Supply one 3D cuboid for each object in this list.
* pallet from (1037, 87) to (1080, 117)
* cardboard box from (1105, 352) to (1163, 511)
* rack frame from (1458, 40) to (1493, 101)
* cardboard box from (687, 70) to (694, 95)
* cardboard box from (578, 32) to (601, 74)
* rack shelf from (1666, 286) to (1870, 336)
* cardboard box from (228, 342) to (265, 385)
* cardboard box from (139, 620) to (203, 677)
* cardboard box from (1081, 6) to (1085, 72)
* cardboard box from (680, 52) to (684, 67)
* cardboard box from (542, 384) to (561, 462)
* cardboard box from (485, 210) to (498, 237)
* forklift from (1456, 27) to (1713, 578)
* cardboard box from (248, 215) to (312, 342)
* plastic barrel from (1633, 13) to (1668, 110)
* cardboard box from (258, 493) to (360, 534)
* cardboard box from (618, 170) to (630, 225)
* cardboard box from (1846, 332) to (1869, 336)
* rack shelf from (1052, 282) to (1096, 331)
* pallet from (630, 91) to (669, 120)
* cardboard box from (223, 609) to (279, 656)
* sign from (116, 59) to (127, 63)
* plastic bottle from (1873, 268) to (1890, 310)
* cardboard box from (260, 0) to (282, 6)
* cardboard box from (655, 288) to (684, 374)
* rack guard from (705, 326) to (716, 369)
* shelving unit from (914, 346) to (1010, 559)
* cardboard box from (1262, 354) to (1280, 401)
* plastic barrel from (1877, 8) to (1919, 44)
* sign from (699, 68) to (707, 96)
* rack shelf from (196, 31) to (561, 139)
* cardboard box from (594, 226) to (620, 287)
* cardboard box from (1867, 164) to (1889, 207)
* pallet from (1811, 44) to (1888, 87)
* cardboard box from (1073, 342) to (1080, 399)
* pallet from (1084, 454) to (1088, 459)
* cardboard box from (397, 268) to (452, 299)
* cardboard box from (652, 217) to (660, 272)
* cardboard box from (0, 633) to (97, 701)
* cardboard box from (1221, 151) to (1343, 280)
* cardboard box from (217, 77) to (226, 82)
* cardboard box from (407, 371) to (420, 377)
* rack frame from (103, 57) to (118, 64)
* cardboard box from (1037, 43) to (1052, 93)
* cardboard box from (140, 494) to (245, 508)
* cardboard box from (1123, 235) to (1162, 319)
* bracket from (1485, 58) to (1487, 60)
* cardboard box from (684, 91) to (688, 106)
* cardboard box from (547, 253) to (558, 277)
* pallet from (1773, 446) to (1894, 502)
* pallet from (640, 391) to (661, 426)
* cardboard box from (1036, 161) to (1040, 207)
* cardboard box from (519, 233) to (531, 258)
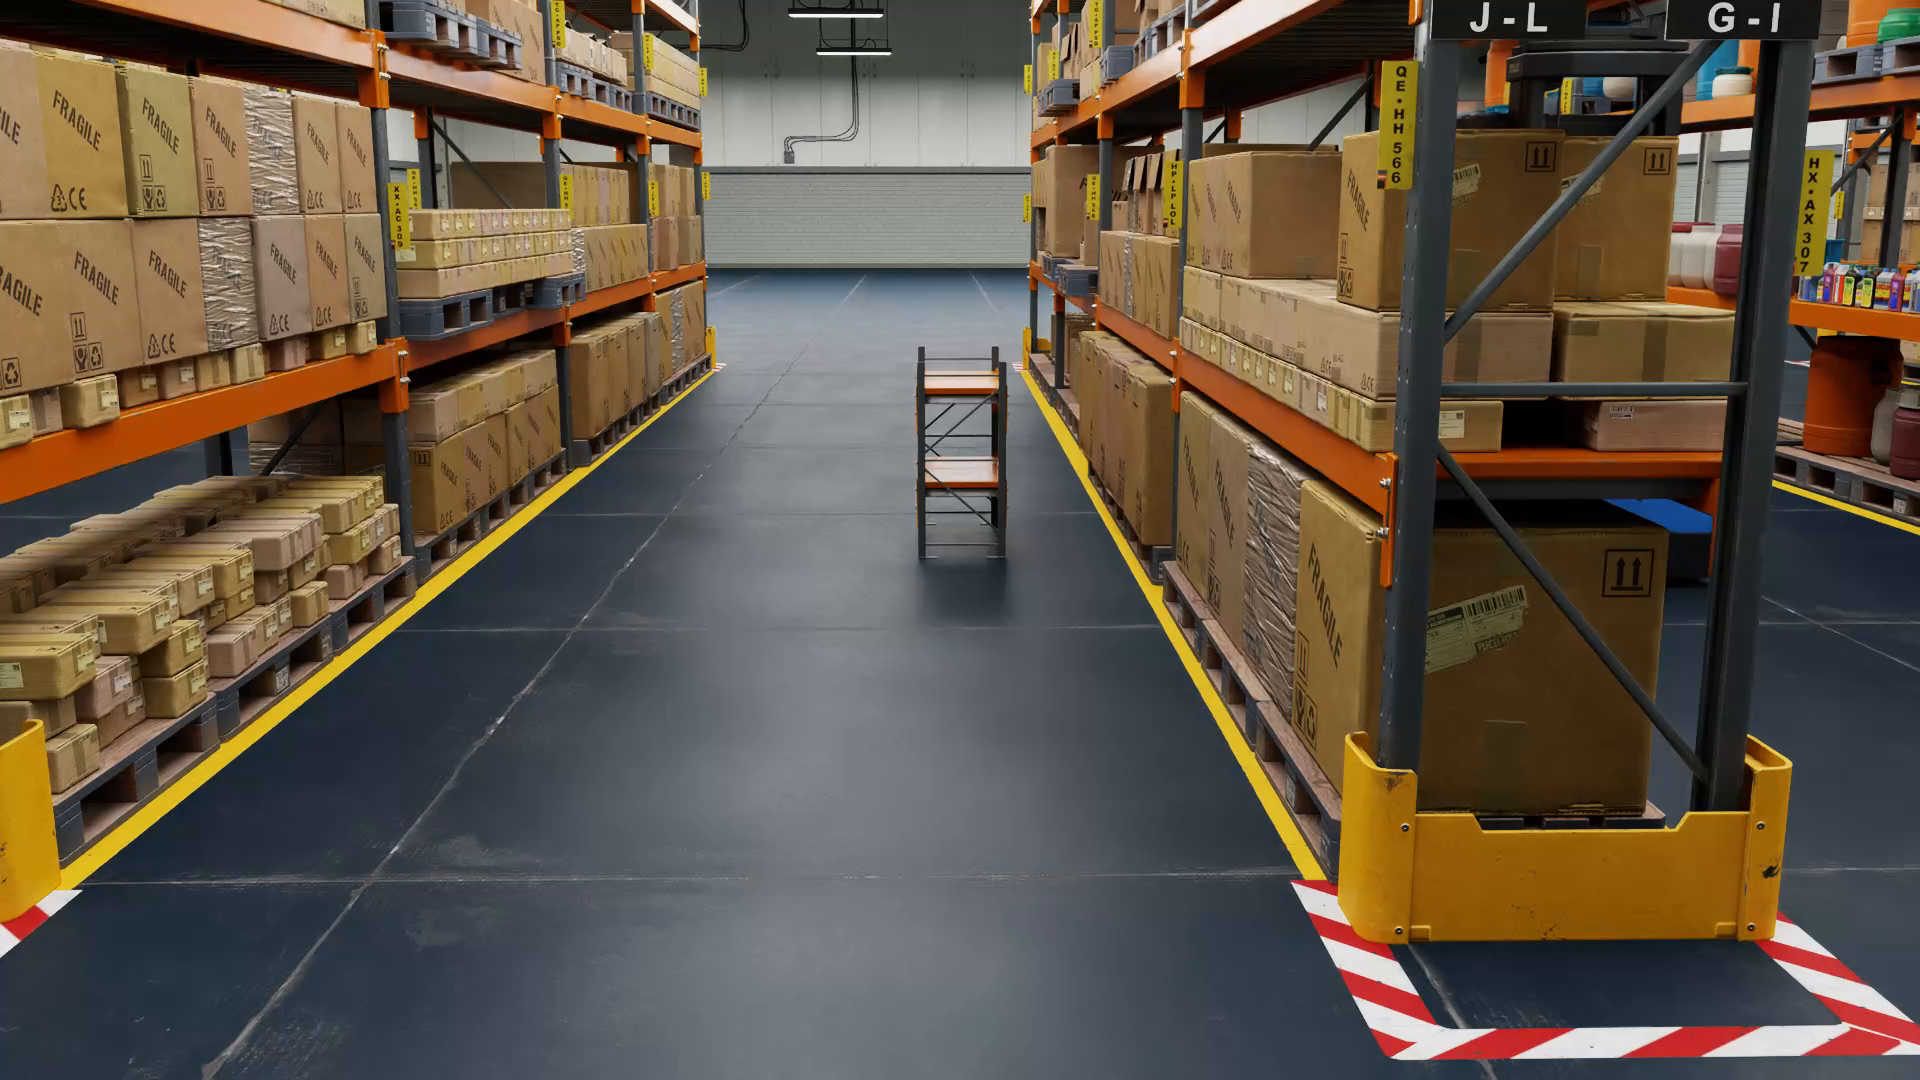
[{"bbox_3d":[1.347,-4.039,15.350,1.213,0.211,1.003,0,11,-1],"label":"pallet"},{"bbox_3d":[1.553,-0.663,10.070,1.225,0.875,0.875,-1,11,-3],"label":"cardboard box"},{"bbox_3d":[6.310,-6.539,19.660,1.000,3.000,0.127,0,11,-1],"label":"rack frame"},{"bbox_3d":[-3.304,-5.180,18.826,0.500,0.250,0.500,0,11,-1],"label":"cardboard box"},{"bbox_3d":[-3.254,-4.016,13.683,0.500,0.311,0.500,0,11,-2],"label":"cardboard box"},{"bbox_3d":[6.434,-2.054,14.449,1.077,0.370,4.000,0,11,-1],"label":"rack shelf"},{"bbox_3d":[-3.011,-0.704,6.616,0.380,0.149,0.250,0,11,0],"label":"cardboard box"},{"bbox_3d":[-2.966,0.388,5.969,0.380,0.149,0.250,0,11,1],"label":"cardboard box"},{"bbox_3d":[1.247,-4.047,13.410,0.500,0.500,0.500,0,11,0],"label":"cardboard box"},{"bbox_3d":[-3.231,-5.253,18.182,0.380,0.149,0.250,0,11,-2],"label":"cardboard box"},{"bbox_3d":[-3.163,-0.839,11.883,0.500,0.500,0.500,0,11,-1],"label":"cardboard box"},{"bbox_3d":[-2.927,-1.855,9.736,0.380,0.149,0.250,0,11,-2],"label":"cardboard box"},{"bbox_3d":[3.521,-1.468,9.926,1.130,2.935,3.031,0,11,1],"label":"forklift"},{"bbox_3d":[-3.044,-1.091,6.893,0.500,0.500,0.500,0,11,-1],"label":"cardboard box"},{"bbox_3d":[6.620,-4.420,15.495,0.600,0.901,0.708,0,11,-1],"label":"plastic barrel"},{"bbox_3d":[-3.030,-0.124,7.743,0.380,0.149,0.250,0,11,-2],"label":"cardboard box"},{"bbox_3d":[-3.504,-3.224,15.640,0.700,0.500,0.500,0,11,-2],"label":"cardboard box"},{"bbox_3d":[11.051,-2.370,20.055,0.500,0.250,0.500,0,11,-1],"label":"cardboard box"},{"bbox_3d":[1.482,-2.034,14.349,1.077,0.370,4.000,0,11,-1],"label":"rack shelf"},{"bbox_3d":[-3.527,-4.373,16.748,1.003,0.211,1.213,0,11,-1],"label":"pallet"},{"bbox_3d":[-3.009,0.380,6.755,0.380,0.149,0.250,0,11,-1],"label":"cardboard box"},{"bbox_3d":[-7.913,-4.663,15.662,0.100,0.325,0.005,0,11,-1],"label":"sign"},{"bbox_3d":[6.153,-1.671,11.076,0.097,0.271,0.097,0,11,0],"label":"plastic bottle"},{"bbox_3d":[-3.065,-2.293,6.651,0.500,0.250,0.500,0,11,-2],"label":"cardboard box"},{"bbox_3d":[-3.486,-2.253,17.906,0.875,0.875,0.875,0,11,-1],"label":"cardboard box"},{"bbox_3d":[-3.604,-2.358,20.427,1.175,0.500,0.348,0,11,-1],"label":"rack guard"},{"bbox_3d":[0.000,-0.550,9.941,0.538,1.125,1.048,0,11,-1],"label":"shelving unit"},{"bbox_3d":[1.323,-0.599,6.101,0.380,0.149,0.250,0,11,-1],"label":"cardboard box"},{"bbox_3d":[6.267,-3.397,11.051,0.294,0.245,0.294,0,11,0],"label":"plastic barrel"},{"bbox_3d":[-3.060,-5.443,19.774,0.100,0.325,0.005,0,11,-1],"label":"sign"},{"bbox_3d":[-3.397,-2.708,10.130,1.077,0.370,4.000,0,11,-1],"label":"rack shelf"},{"bbox_3d":[-3.209,-2.428,14.232,0.500,0.500,0.500,0,11,-2],"label":"cardboard box"},{"bbox_3d":[11.260,-4.200,19.705,0.700,0.500,0.500,0,11,-1],"label":"cardboard box"},{"bbox_3d":[6.393,-3.234,11.387,1.003,0.211,1.213,0,11,-1],"label":"pallet"},{"bbox_3d":[1.423,-1.557,15.372,0.700,0.500,0.500,0,11,-2],"label":"cardboard box"},{"bbox_3d":[1.508,-0.778,13.361,1.003,0.211,1.213,0,11,-1],"label":"pallet"},{"bbox_3d":[-2.903,-1.356,8.775,0.380,0.149,0.250,-1,11,-4],"label":"cardboard box"},{"bbox_3d":[-3.574,-3.040,17.120,0.875,0.550,0.550,0,11,-1],"label":"cardboard box"},{"bbox_3d":[-2.944,0.396,5.180,0.380,0.149,0.250,-1,11,-4],"label":"cardboard box"},{"bbox_3d":[1.378,-1.336,6.842,0.500,0.500,0.500,-1,11,-3],"label":"cardboard box"},{"bbox_3d":[-8.306,-5.009,18.285,0.380,0.149,0.250,0,11,-1],"label":"cardboard box"},{"bbox_3d":[-3.646,-0.896,10.275,0.500,0.250,0.500,-1,11,-4],"label":"cardboard box"},{"bbox_3d":[-8.467,-5.683,15.440,1.000,3.000,0.127,0,11,-1],"label":"rack frame"},{"bbox_3d":[1.118,-5.193,18.309,0.500,0.500,0.500,0,11,-1],"label":"cardboard box"},{"bbox_3d":[-3.554,-0.119,7.720,0.380,0.149,0.250,0,11,-2],"label":"cardboard box"},{"bbox_3d":[1.297,-1.636,10.329,0.500,0.500,0.500,0,11,-1],"label":"cardboard box"},{"bbox_3d":[16.074,-14.607,50.372,0.076,0.066,3.189,0,11,-1],"label":"bracket"},{"bbox_3d":[-3.236,-4.913,18.513,0.380,0.149,0.250,0,11,-2],"label":"cardboard box"},{"bbox_3d":[-2.959,-1.874,11.330,0.380,0.149,0.250,0,11,0],"label":"cardboard box"},{"bbox_3d":[6.533,-0.486,11.924,1.003,0.211,1.213,0,11,-1],"label":"pallet"},{"bbox_3d":[-3.429,-1.264,15.758,1.003,0.211,1.213,0,11,-1],"label":"pallet"},{"bbox_3d":[1.112,-3.955,18.493,0.500,0.500,0.500,0,11,-1],"label":"cardboard box"},{"bbox_3d":[-2.944,-1.864,10.531,0.380,0.149,0.250,0,11,0],"label":"cardboard box"}]
